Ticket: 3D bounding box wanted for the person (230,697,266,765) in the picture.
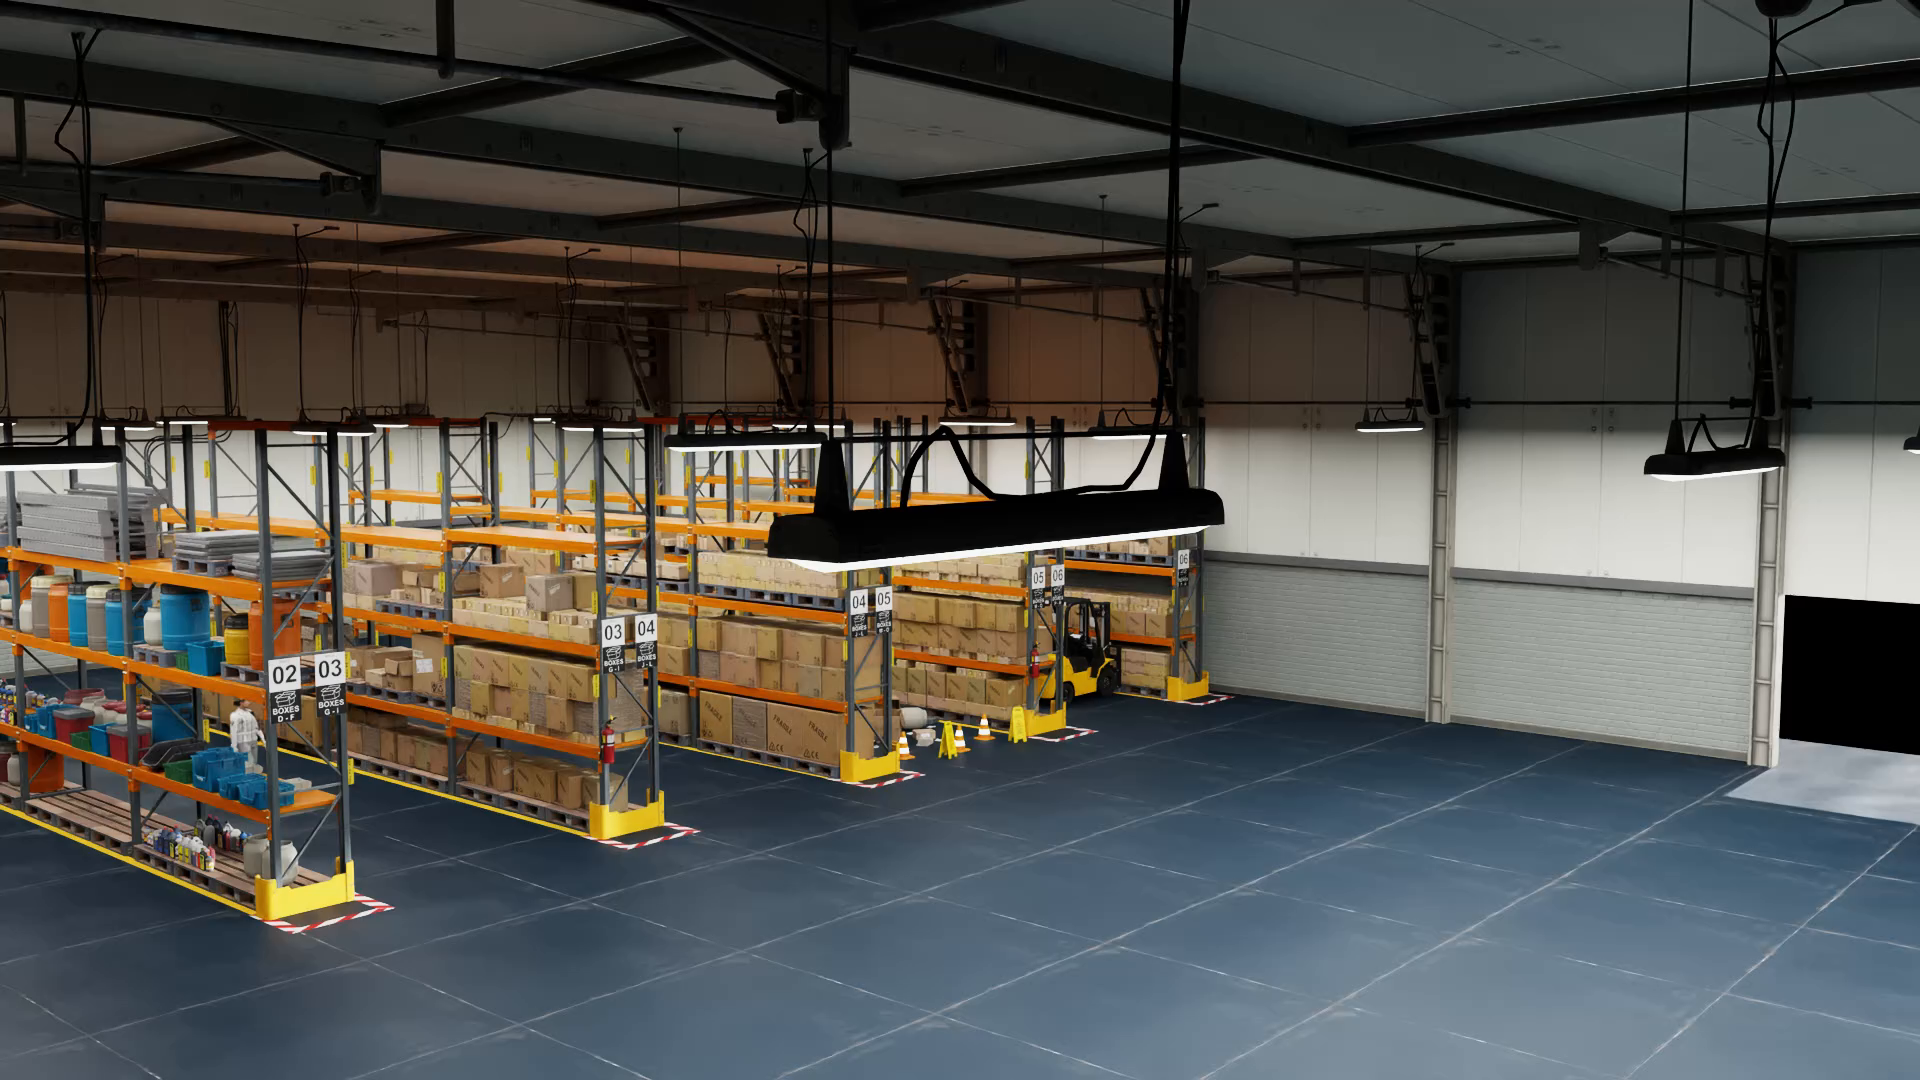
[{"bbox_3d":[-11.344,3.295,26.660,0.673,1.697,0.514,2,5,20],"label":"person"}]
